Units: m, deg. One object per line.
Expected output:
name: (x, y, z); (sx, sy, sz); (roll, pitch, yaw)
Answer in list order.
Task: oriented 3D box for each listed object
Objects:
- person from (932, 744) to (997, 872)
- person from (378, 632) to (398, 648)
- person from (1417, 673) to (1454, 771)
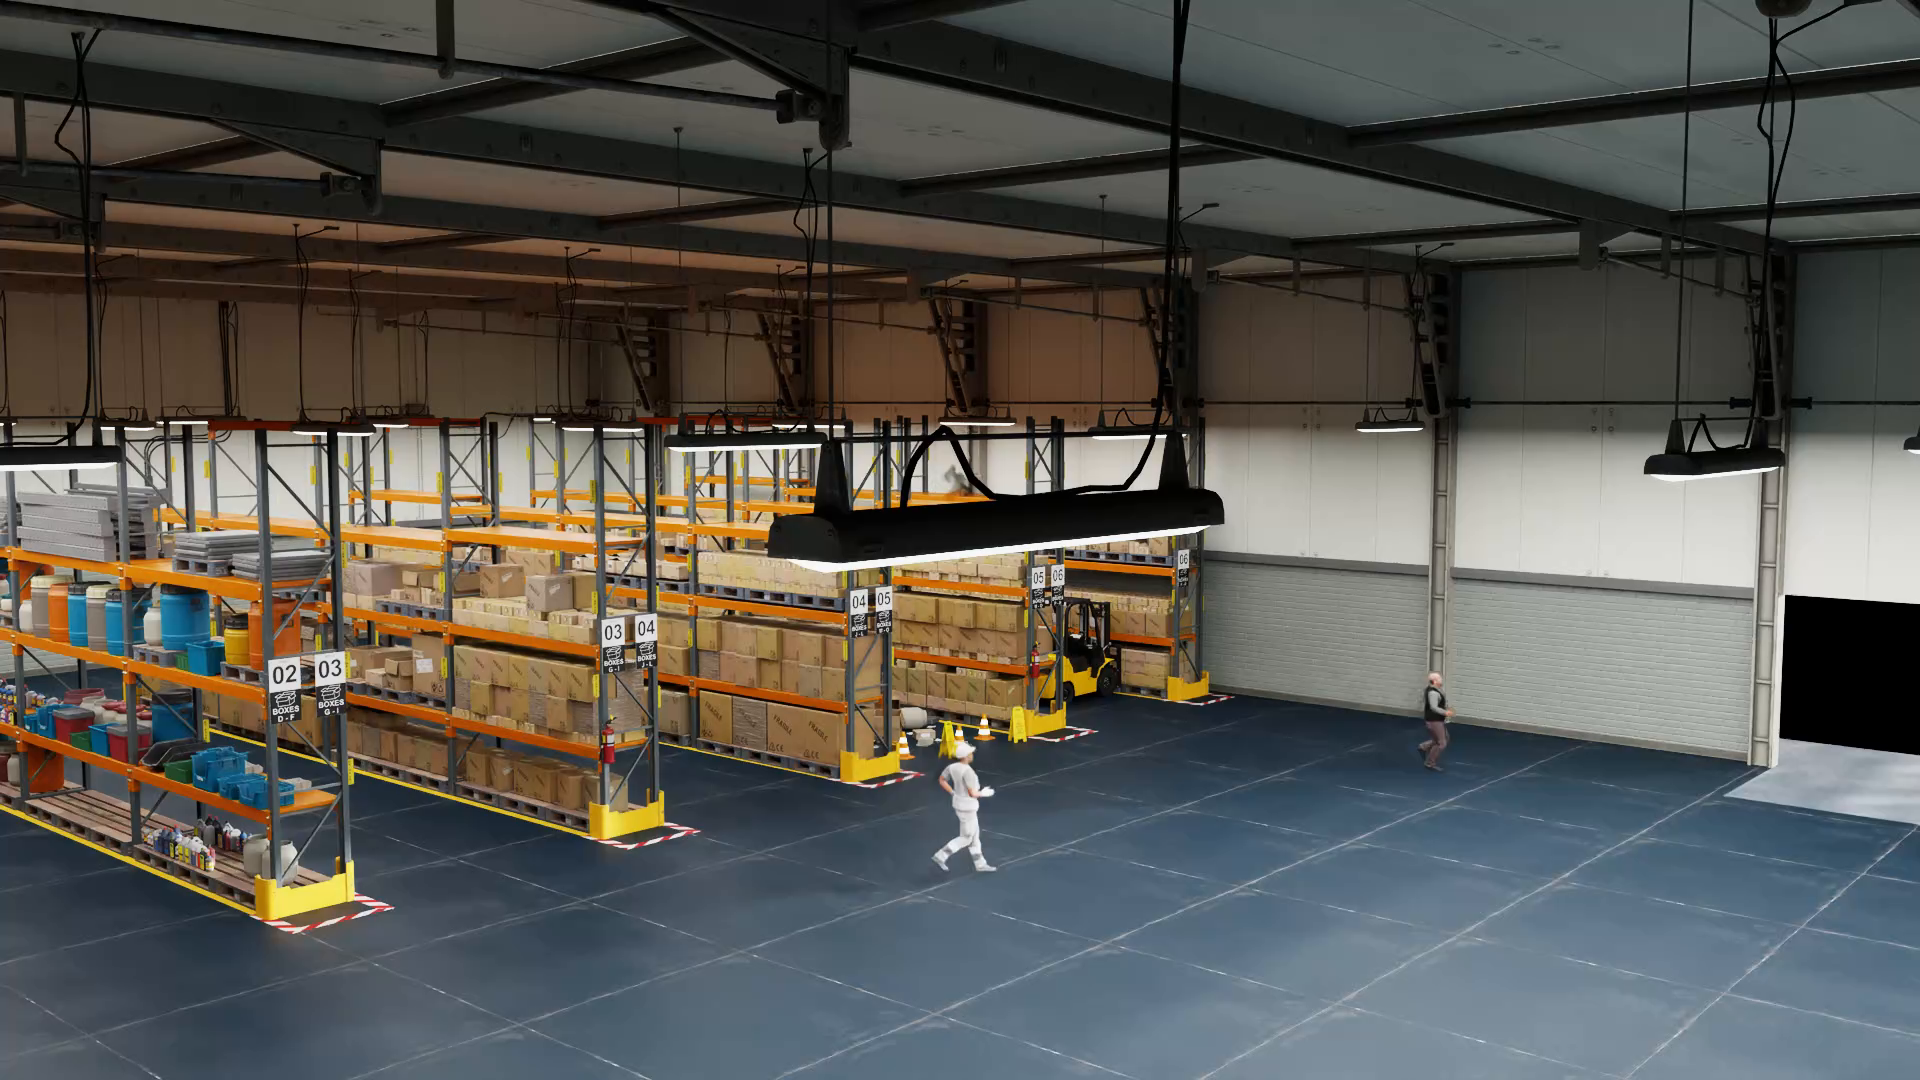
person: (0.056, 3.589, 22.116); (0.977, 1.782, 0.658); (-2, 5, -24)
person: (-13.700, 2.197, 39.870); (0.543, 1.650, 0.700); (0, 5, -2)
person: (8.175, 3.119, 28.583); (0.591, 1.688, 0.698); (1, 5, 13)
